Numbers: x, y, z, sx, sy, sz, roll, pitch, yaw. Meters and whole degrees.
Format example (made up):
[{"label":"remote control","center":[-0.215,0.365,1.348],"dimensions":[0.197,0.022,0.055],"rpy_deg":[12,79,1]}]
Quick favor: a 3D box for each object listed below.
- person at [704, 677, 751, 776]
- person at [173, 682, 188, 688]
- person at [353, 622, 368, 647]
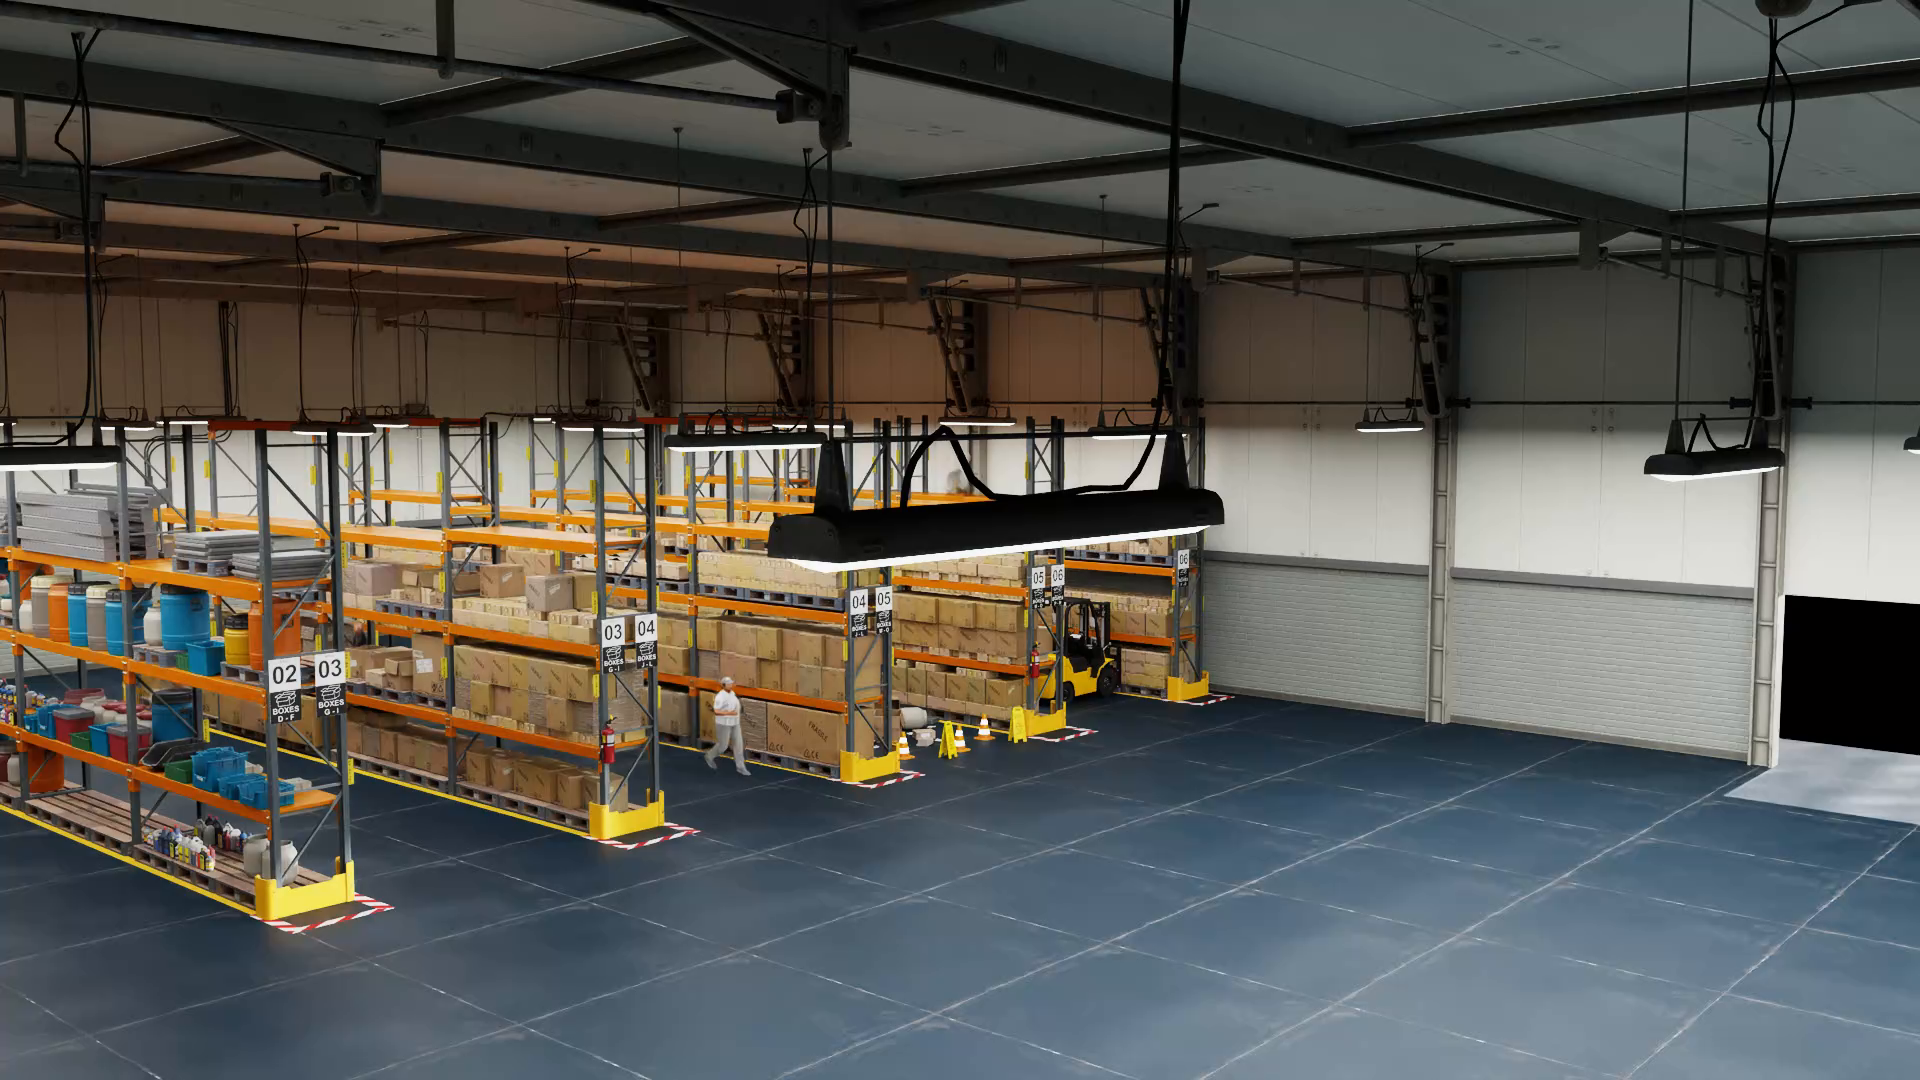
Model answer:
[{"label":"person","center":[-3.950,3.144,28.215],"dimensions":[0.924,1.666,0.606],"rpy_deg":[3,6,34]},{"label":"person","center":[-13.336,3.143,28.521],"dimensions":[0.589,1.662,0.575],"rpy_deg":[2,5,27]},{"label":"person","center":[-13.044,2.575,35.813],"dimensions":[0.679,1.653,0.889],"rpy_deg":[-4,7,-43]}]
